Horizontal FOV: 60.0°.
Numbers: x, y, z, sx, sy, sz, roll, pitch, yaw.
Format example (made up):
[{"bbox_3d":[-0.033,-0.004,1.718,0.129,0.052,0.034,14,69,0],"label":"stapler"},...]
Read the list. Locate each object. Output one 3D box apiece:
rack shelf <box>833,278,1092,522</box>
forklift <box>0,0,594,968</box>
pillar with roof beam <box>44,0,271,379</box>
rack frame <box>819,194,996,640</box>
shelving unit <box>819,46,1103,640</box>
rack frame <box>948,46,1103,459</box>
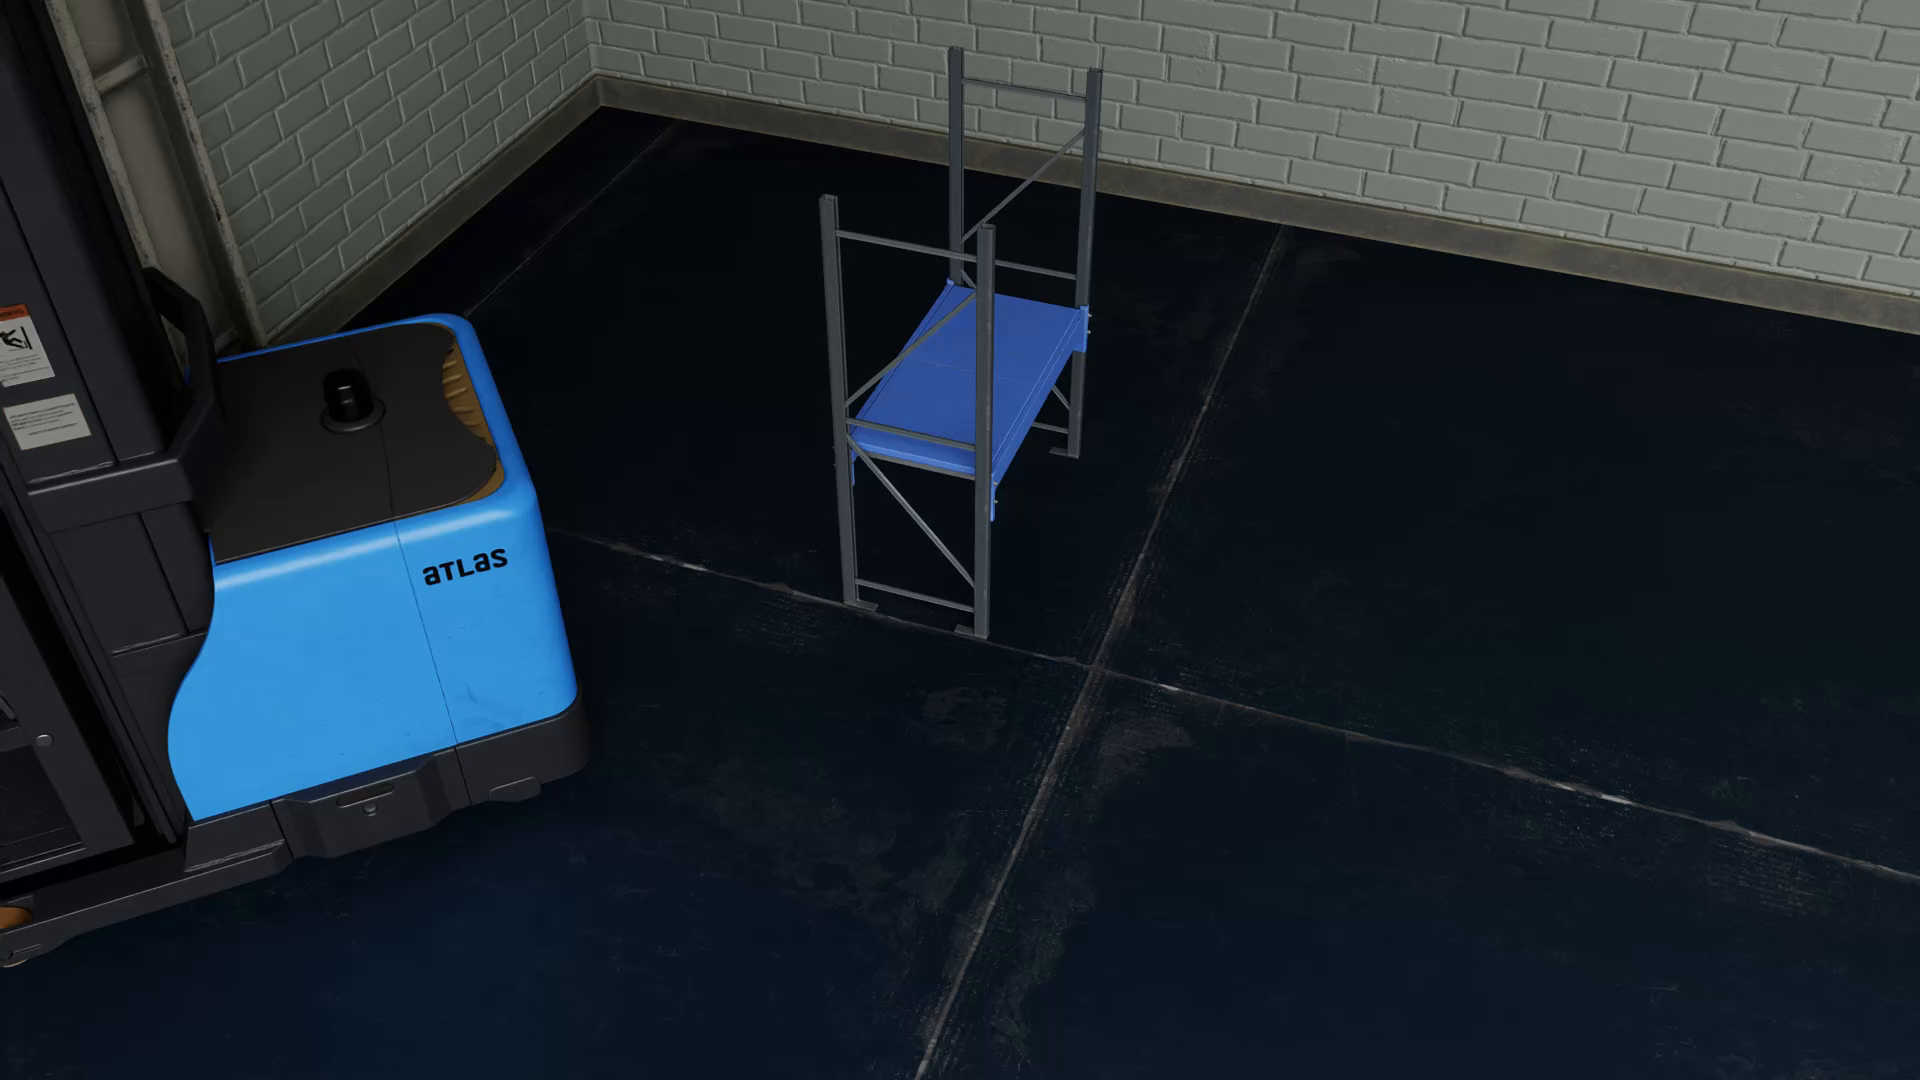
[{"bbox_3d":[0.029,-0.486,5.441,0.538,0.185,1.000,13,42,15],"label":"rack shelf"},{"bbox_3d":[-2.645,-0.321,3.869,3.031,2.935,1.130,-16,43,-18],"label":"forklift"},{"bbox_3d":[1.353,-2.796,2.094,9.100,9.000,0.400,13,42,15],"label":"pillar with roof beam"},{"bbox_3d":[-0.145,-0.313,4.961,0.500,1.500,0.032,13,42,15],"label":"rack frame"},{"bbox_3d":[0.029,-0.623,5.324,0.538,1.500,1.048,13,42,15],"label":"shelving unit"},{"bbox_3d":[0.203,-0.933,5.688,0.500,1.500,0.032,13,42,15],"label":"rack frame"}]
